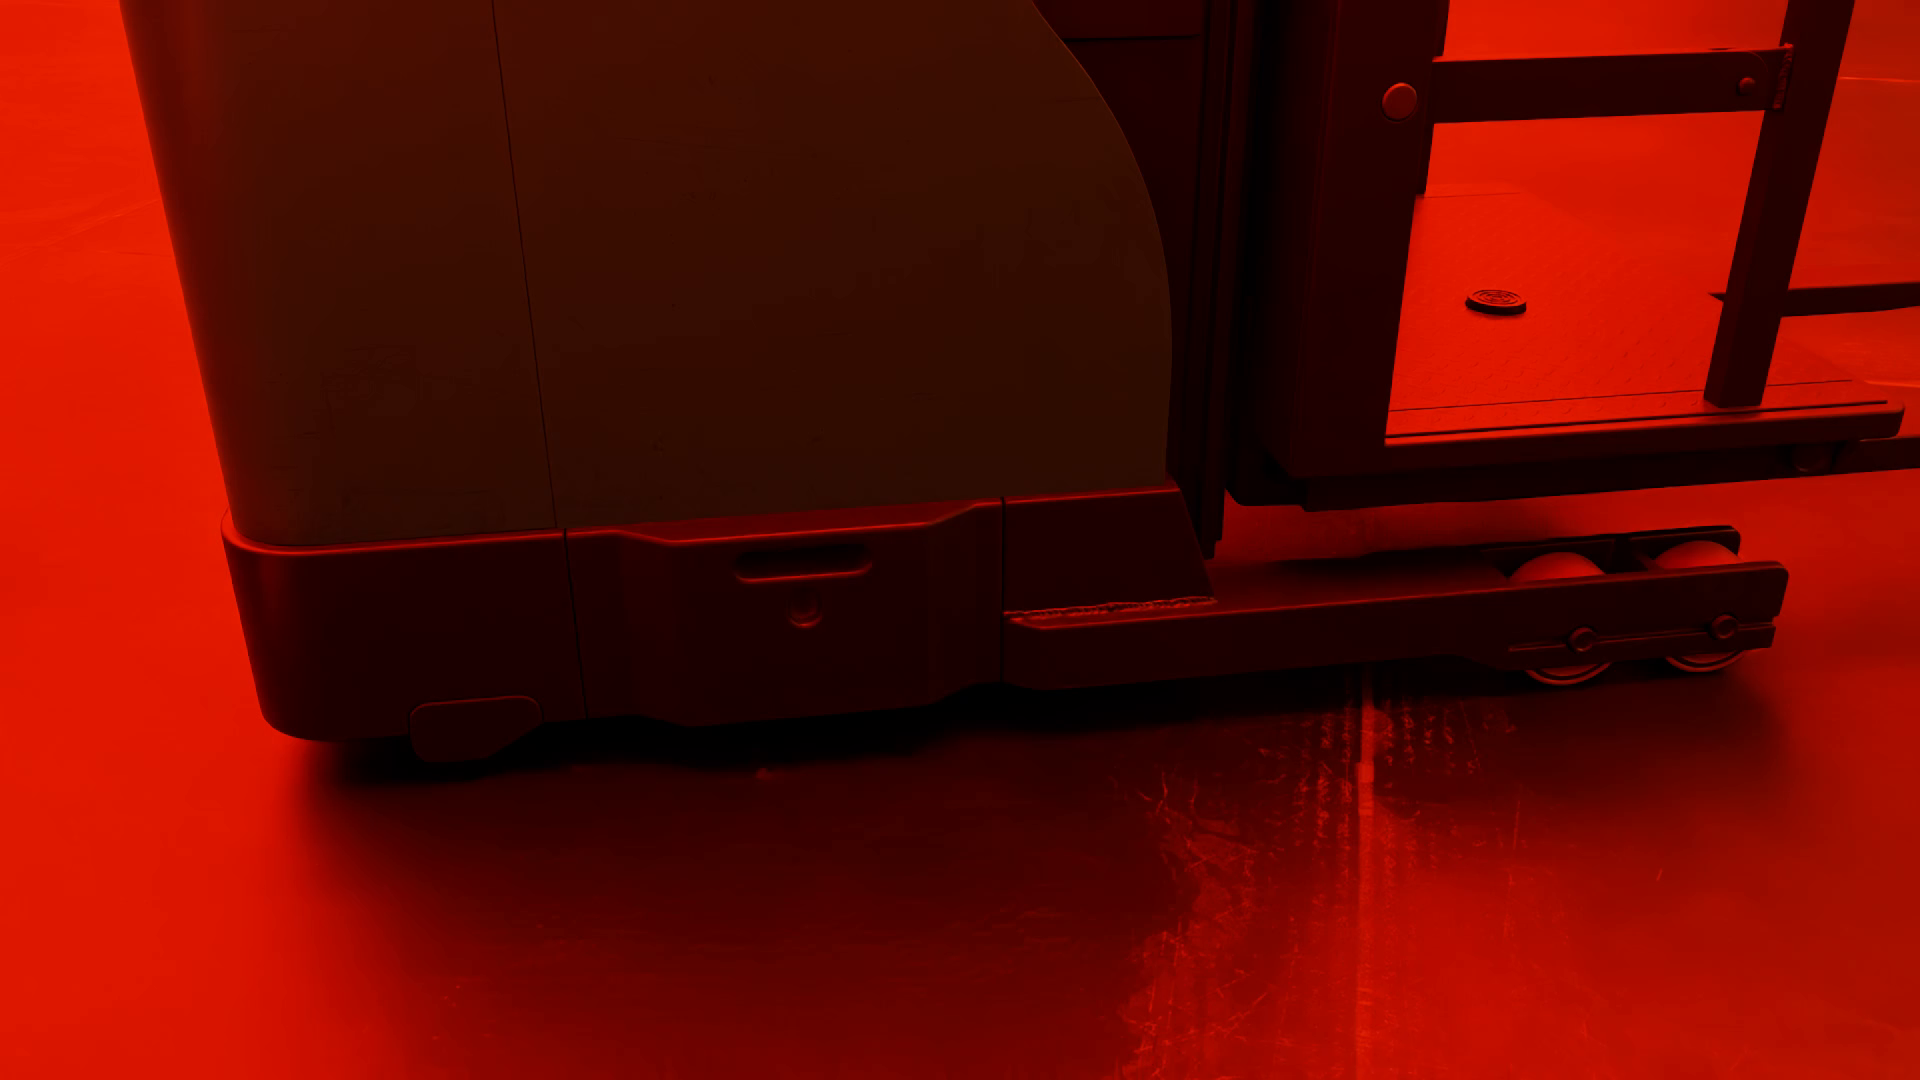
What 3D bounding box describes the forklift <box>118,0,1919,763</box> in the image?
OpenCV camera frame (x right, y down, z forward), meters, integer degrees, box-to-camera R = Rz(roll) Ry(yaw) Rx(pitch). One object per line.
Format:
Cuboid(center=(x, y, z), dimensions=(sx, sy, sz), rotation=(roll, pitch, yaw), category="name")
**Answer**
Cuboid(center=(0.600, -1.354, 1.930), dimensions=(3.031, 2.935, 1.130), rotation=(-4, 27, -9), category="forklift")
